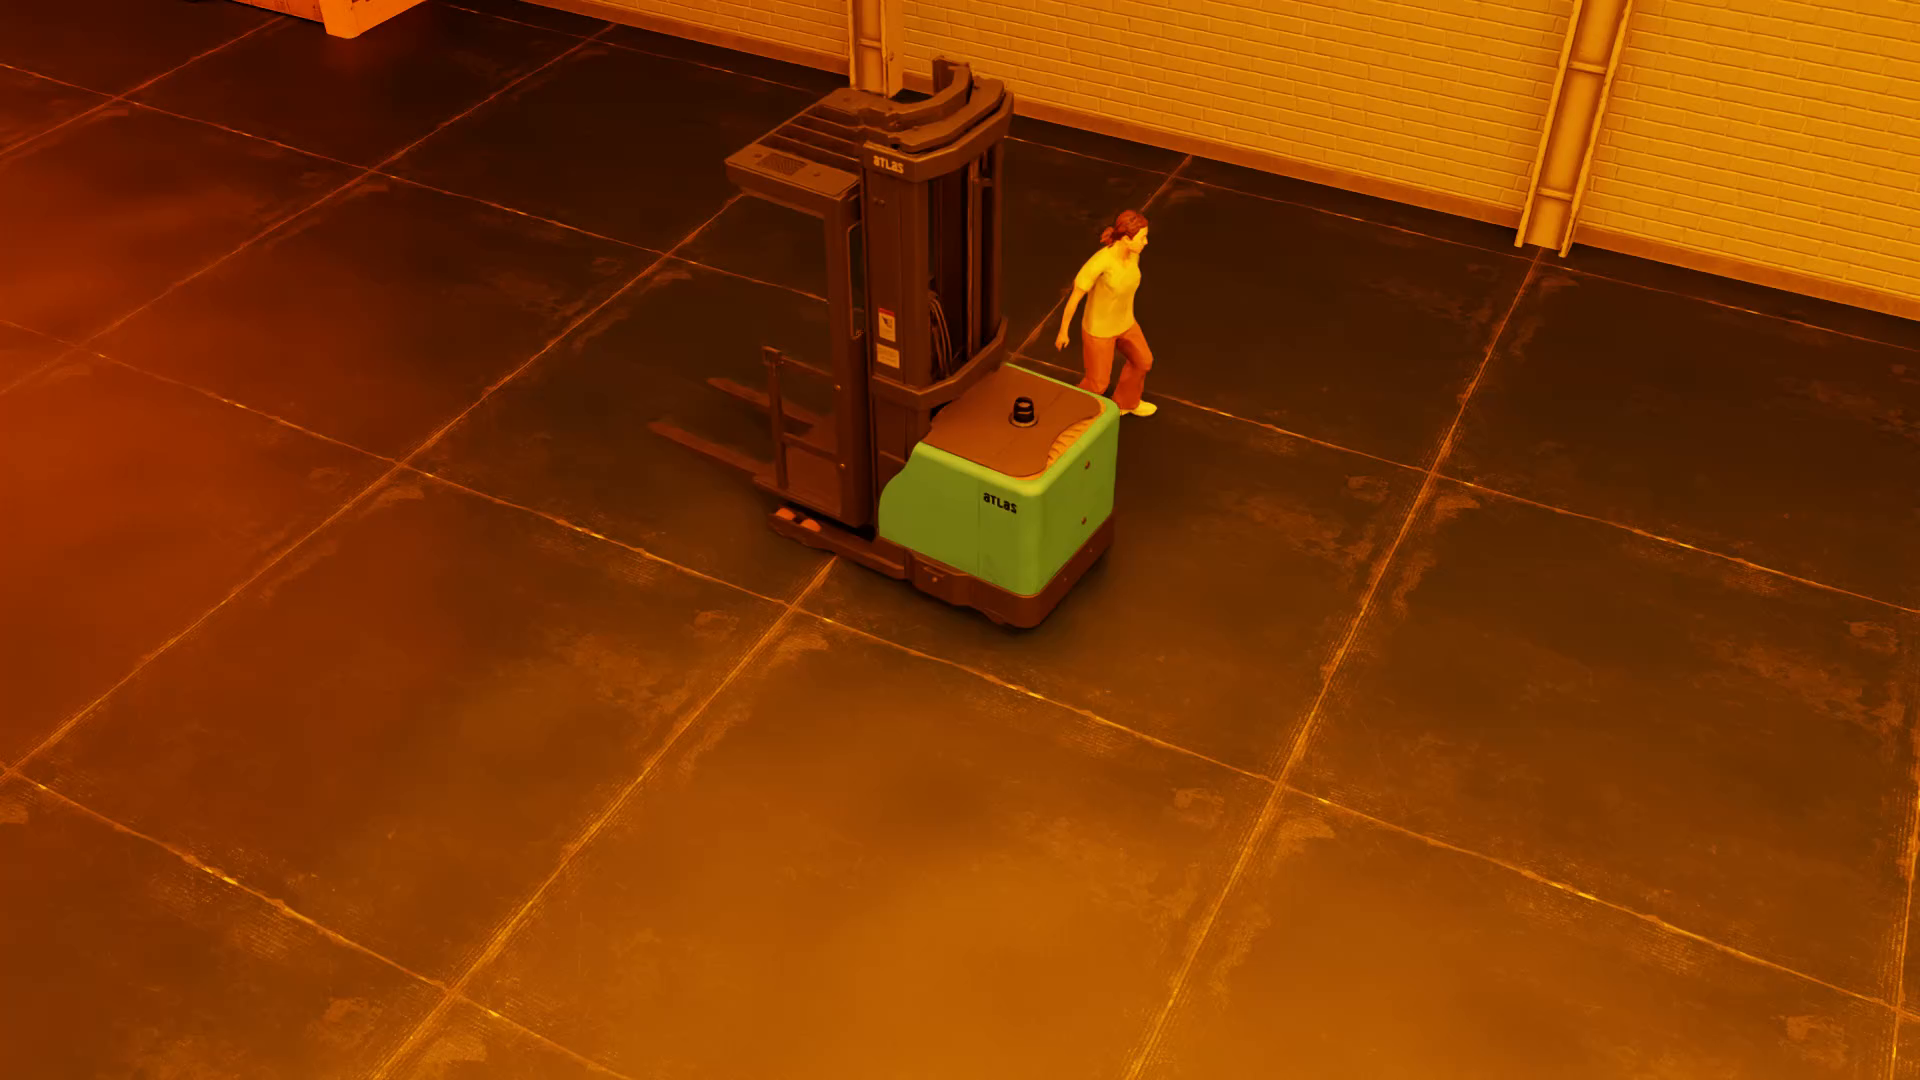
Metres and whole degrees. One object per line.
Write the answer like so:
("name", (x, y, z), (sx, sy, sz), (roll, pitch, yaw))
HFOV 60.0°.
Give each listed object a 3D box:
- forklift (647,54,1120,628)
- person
("forklift", (-0.583, -1.344, 9.582), (3.031, 2.935, 1.130), (22, 45, 24))
("person", (0.940, -1.385, 10.665), (0.795, 1.646, 0.410), (-29, 48, -30))
